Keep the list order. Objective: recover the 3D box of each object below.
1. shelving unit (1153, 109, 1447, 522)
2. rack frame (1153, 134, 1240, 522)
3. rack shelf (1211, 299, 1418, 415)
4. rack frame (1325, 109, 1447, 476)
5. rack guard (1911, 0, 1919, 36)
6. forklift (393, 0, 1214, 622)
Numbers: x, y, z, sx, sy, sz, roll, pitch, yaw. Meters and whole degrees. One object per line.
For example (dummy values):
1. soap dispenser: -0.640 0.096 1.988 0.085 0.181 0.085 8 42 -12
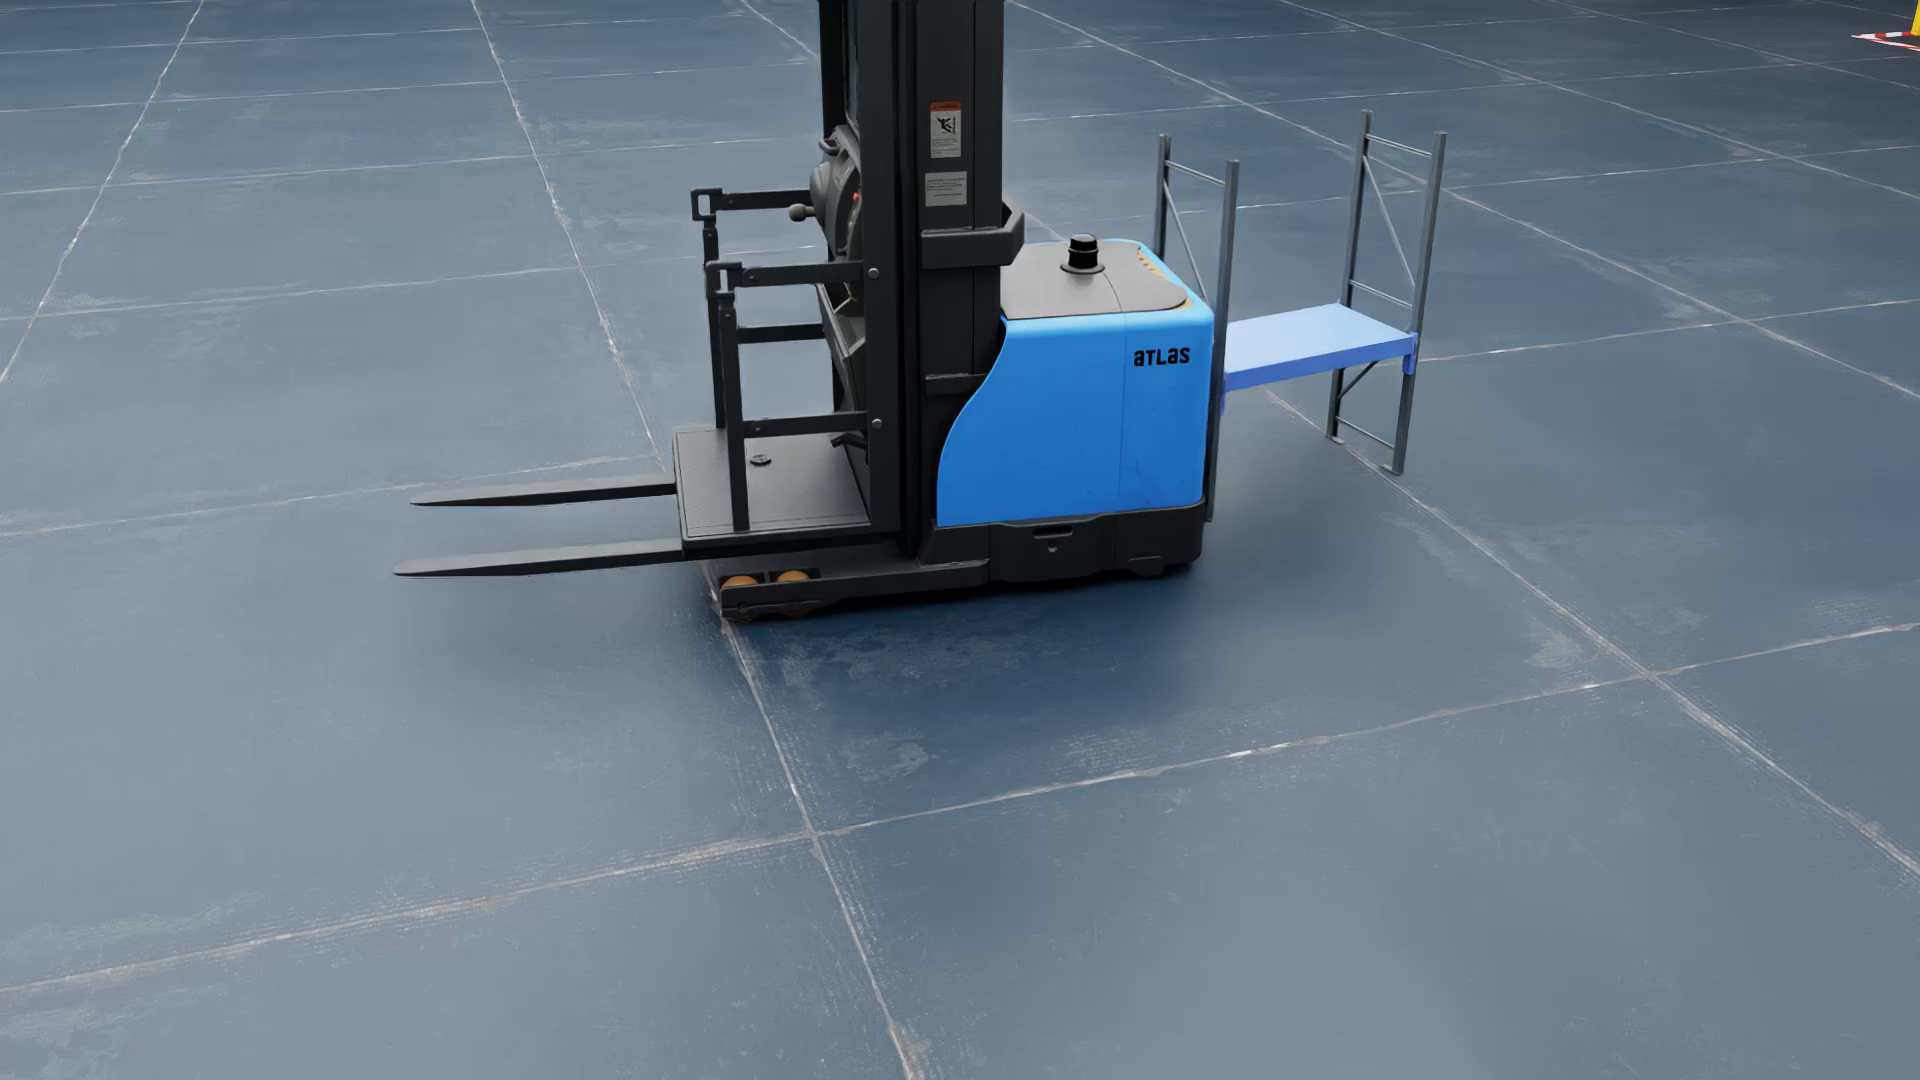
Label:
1. shelving unit: 1.373 -0.951 6.979 1.048 1.500 0.538 -13 29 -24
2. rack frame: 0.922 -0.847 6.769 0.032 1.500 0.500 -13 29 -24
3. rack shelf: 1.373 -0.790 7.059 1.000 0.185 0.538 -13 29 -24
4. rack frame: 1.825 -1.055 7.189 0.032 1.500 0.500 -13 29 -24
5. rack guard: 10.301 -5.321 16.905 0.348 0.500 1.175 -8 28 -16
6. forklift: -0.626 -1.267 6.005 3.031 2.935 1.130 -5 27 -10
